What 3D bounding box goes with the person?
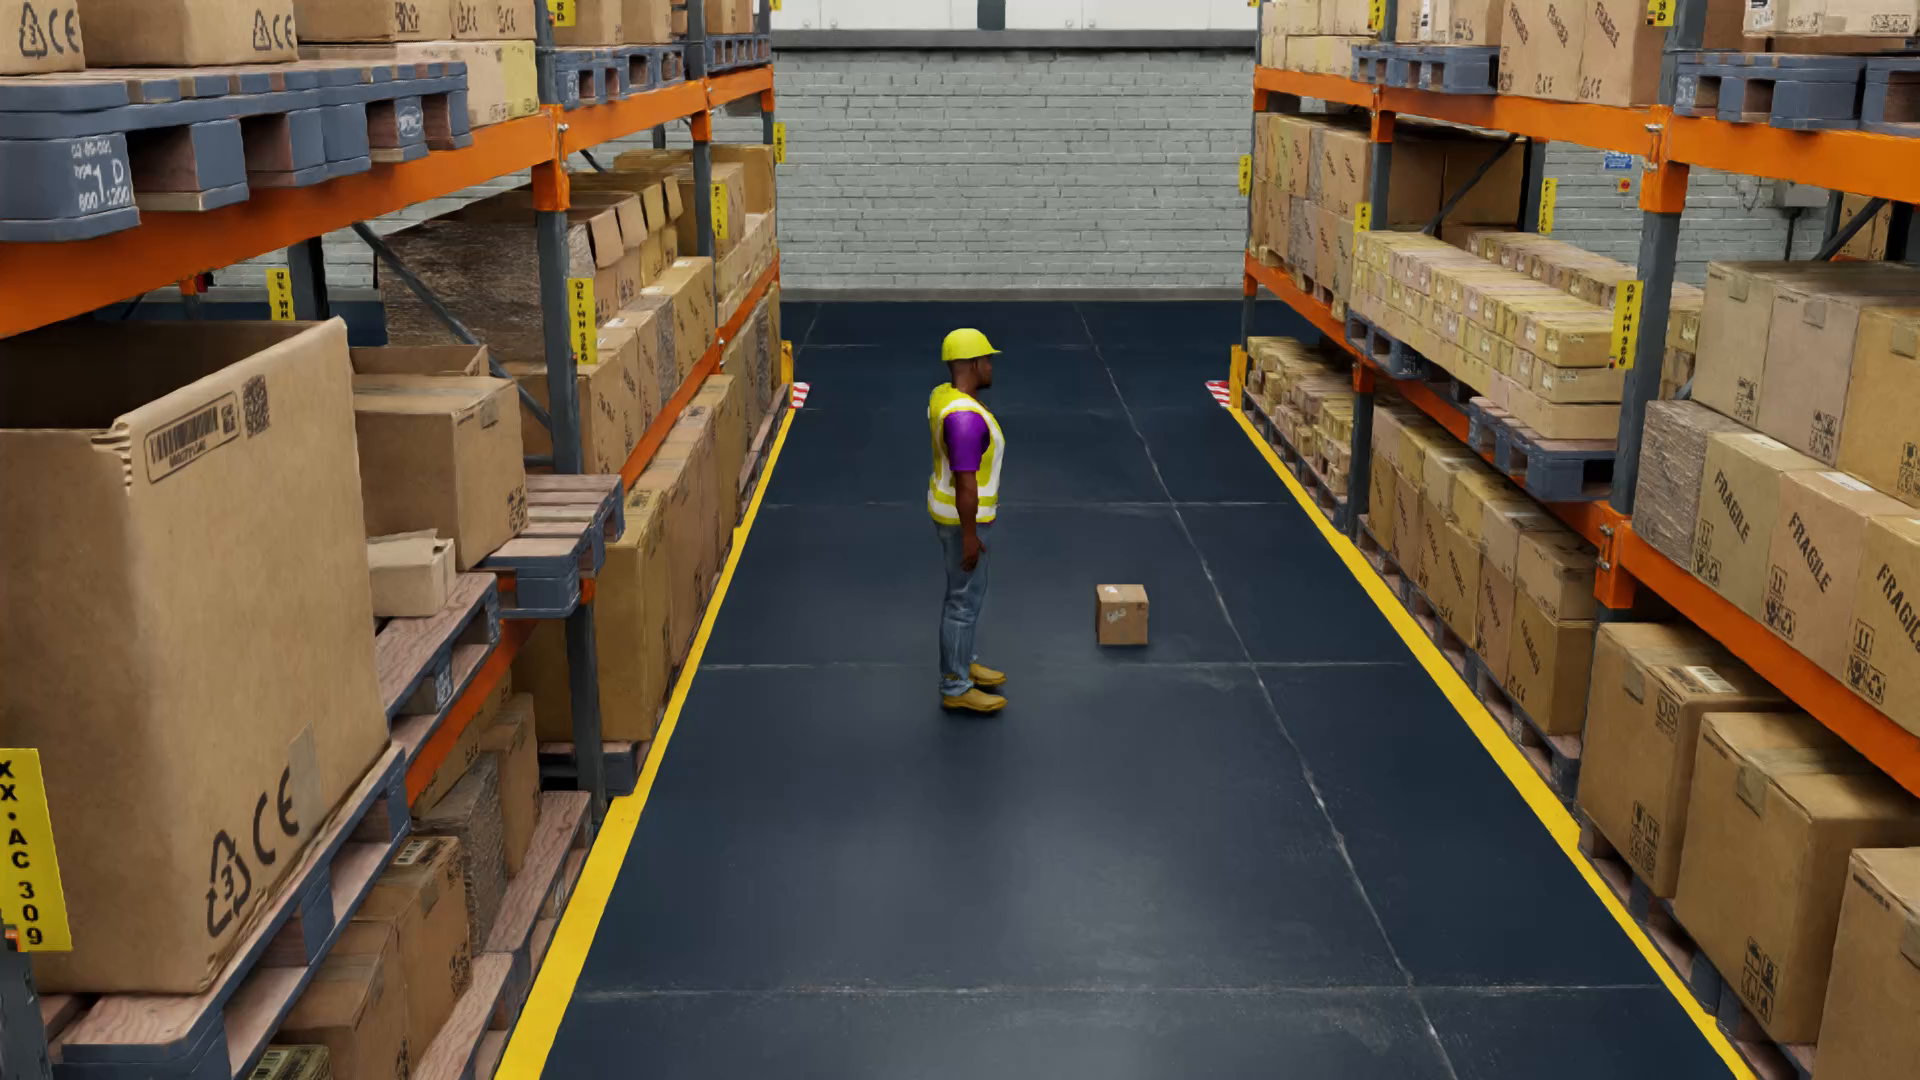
[{"bbox_3d":[0.042,-0.110,7.776,0.385,1.772,0.627,-2,17,-6],"label":"person"}]
